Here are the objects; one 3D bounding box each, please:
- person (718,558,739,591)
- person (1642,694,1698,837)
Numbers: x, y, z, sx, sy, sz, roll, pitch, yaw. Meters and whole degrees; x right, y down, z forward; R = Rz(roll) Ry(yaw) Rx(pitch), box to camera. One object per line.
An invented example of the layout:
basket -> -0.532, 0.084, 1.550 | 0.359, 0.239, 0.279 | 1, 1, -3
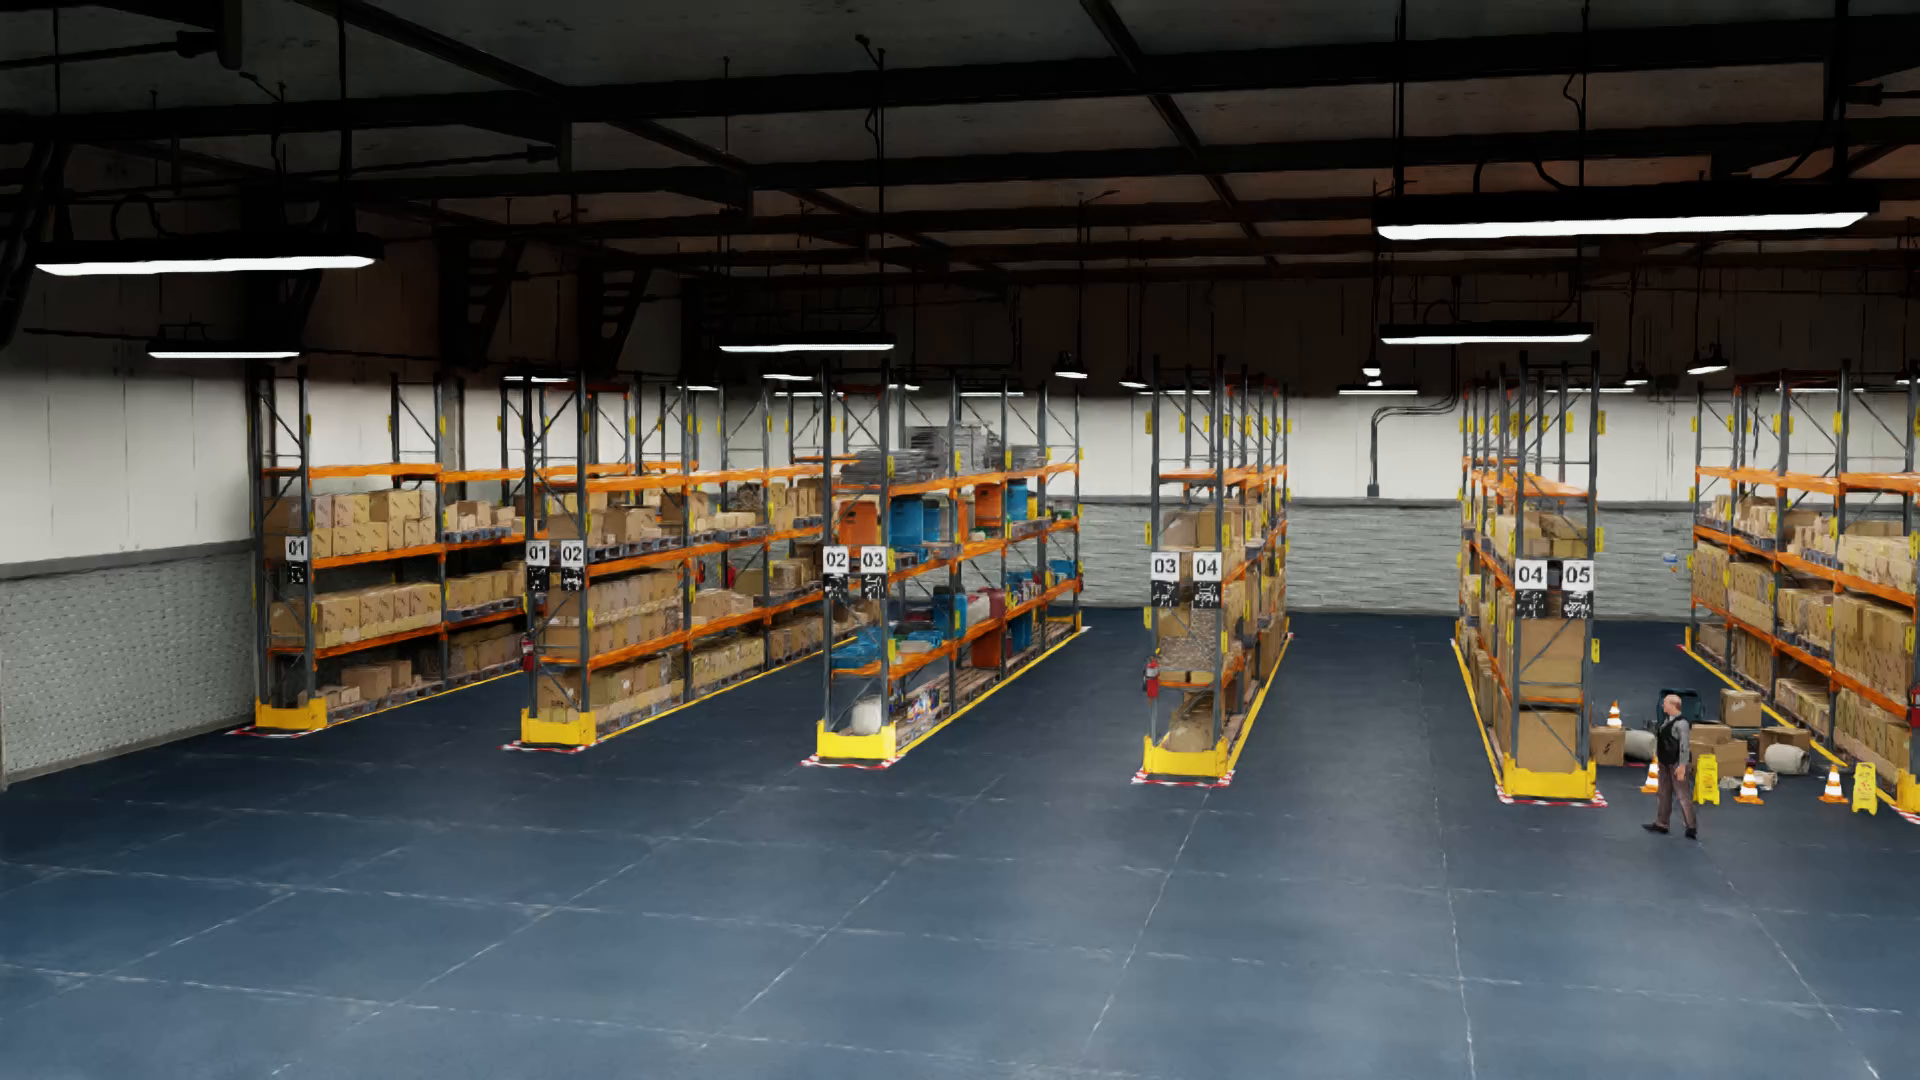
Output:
person -> -5.788, 1.273, 42.034 | 0.682, 1.676, 0.521 | 1, 4, 12
person -> 8.724, 2.745, 20.309 | 0.522, 1.716, 0.640 | 0, 4, -1
